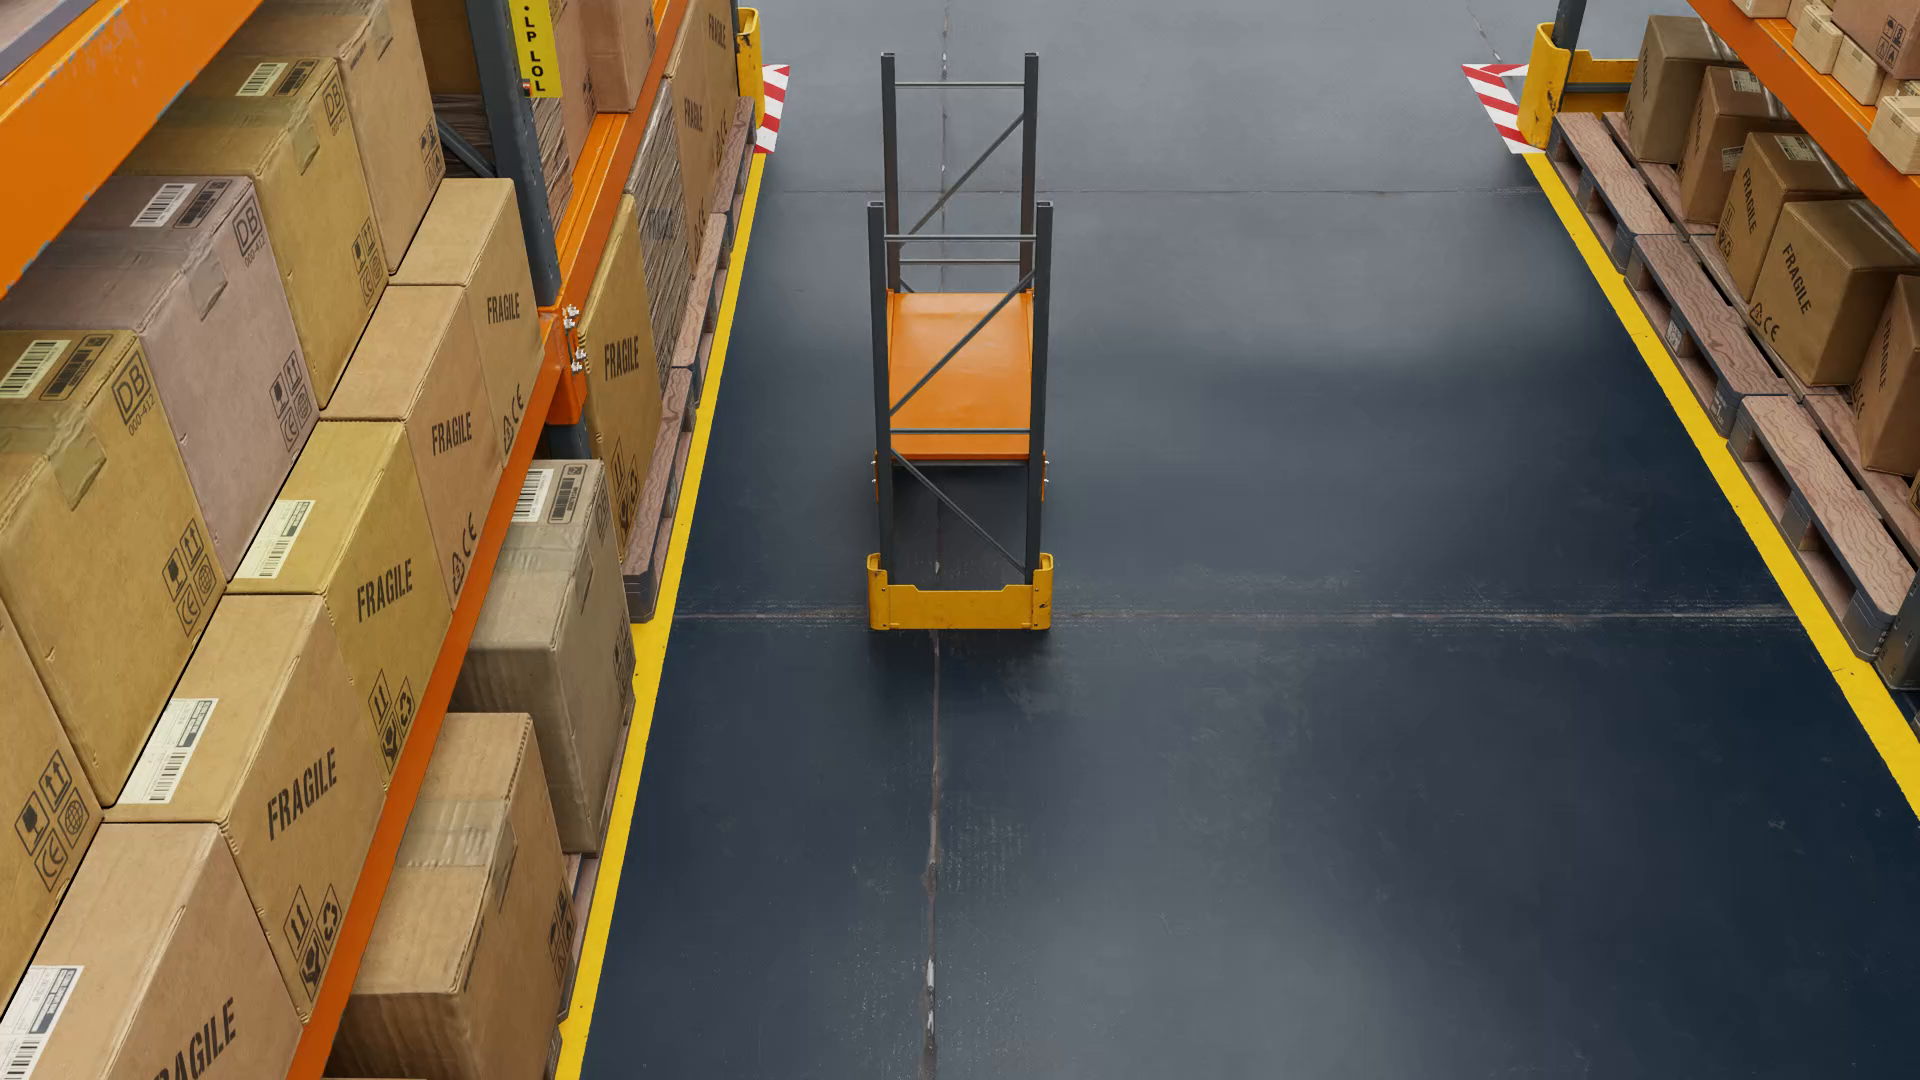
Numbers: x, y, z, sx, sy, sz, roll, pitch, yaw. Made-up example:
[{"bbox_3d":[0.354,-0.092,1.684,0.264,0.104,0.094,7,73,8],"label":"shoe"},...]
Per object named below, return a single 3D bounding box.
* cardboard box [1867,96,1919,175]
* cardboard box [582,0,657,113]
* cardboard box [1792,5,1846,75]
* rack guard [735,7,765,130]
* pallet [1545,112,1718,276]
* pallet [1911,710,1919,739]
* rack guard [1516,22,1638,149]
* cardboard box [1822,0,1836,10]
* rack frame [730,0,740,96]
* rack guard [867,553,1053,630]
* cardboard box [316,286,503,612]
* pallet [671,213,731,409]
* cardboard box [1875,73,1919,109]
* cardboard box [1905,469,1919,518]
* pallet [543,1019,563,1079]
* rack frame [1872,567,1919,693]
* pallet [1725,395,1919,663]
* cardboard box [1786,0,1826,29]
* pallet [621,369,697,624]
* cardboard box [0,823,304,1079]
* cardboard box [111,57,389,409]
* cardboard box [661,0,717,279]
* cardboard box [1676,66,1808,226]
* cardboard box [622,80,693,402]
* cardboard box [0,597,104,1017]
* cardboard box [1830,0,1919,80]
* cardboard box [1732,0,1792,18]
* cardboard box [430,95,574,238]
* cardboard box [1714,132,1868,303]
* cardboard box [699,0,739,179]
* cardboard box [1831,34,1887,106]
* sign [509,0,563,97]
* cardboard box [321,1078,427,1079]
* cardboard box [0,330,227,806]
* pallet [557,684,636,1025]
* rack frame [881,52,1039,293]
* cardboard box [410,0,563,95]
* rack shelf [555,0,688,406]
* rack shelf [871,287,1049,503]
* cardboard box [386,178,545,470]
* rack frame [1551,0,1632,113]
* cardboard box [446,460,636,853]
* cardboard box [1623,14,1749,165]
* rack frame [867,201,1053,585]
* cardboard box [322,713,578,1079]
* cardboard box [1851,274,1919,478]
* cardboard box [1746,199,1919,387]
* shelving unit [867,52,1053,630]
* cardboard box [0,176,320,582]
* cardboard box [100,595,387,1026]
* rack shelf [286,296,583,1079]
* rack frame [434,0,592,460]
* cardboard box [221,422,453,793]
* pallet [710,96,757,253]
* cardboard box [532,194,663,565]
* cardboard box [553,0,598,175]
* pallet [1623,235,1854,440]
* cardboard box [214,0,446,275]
[{"bbox_3d":[3.047,-1.242,5.102,0.380,0.149,0.250,0,39,0],"label":"cardboard box"},{"bbox_3d":[-1.495,-1.768,5.437,0.875,0.550,0.550,0,39,0],"label":"cardboard box"},{"bbox_3d":[3.103,-1.711,5.688,0.380,0.149,0.250,0,39,0],"label":"cardboard box"},{"bbox_3d":[-1.581,-2.338,8.267,1.175,0.500,0.348,0,39,0],"label":"rack guard"},{"bbox_3d":[3.345,-1.595,7.571,1.003,0.211,1.213,0,39,0],"label":"pallet"},{"bbox_3d":[3.386,0.838,4.536,1.003,0.211,1.213,0,39,0],"label":"pallet"},{"bbox_3d":[3.379,-2.215,8.115,1.175,0.500,0.348,0,39,0],"label":"rack guard"},{"bbox_3d":[3.419,-2.112,5.668,0.875,0.500,0.500,0,39,0],"label":"cardboard box"},{"bbox_3d":[-1.581,-3.298,7.467,1.000,3.000,0.127,0,39,0],"label":"rack frame"},{"bbox_3d":[0.000,0.166,5.343,0.587,0.250,0.087,0,39,0],"label":"rack guard"},{"bbox_3d":[-1.308,-0.194,3.513,0.500,0.500,0.500,0,39,-1],"label":"cardboard box"},{"bbox_3d":[-1.503,-0.949,6.765,1.003,0.211,1.213,0,39,0],"label":"pallet"},{"bbox_3d":[3.179,-1.399,5.298,0.380,0.149,0.250,0,39,0],"label":"cardboard box"},{"bbox_3d":[3.424,-0.176,5.234,0.500,0.500,0.500,-1,39,-1],"label":"cardboard box"},{"bbox_3d":[-1.496,1.539,3.661,1.003,0.211,1.213,0,39,0],"label":"pallet"},{"bbox_3d":[3.384,-0.737,4.271,1.000,3.000,0.127,0,39,0],"label":"rack frame"},{"bbox_3d":[3.348,-0.069,5.667,1.003,0.211,1.213,0,39,0],"label":"pallet"},{"bbox_3d":[3.179,-1.868,5.883,0.380,0.149,0.250,0,39,0],"label":"cardboard box"},{"bbox_3d":[-1.499,-0.184,5.811,1.003,0.211,1.213,0,39,0],"label":"pallet"},{"bbox_3d":[-1.306,0.751,2.334,0.500,0.500,0.500,0,39,0],"label":"cardboard box"},{"bbox_3d":[-1.567,-0.594,3.213,0.700,0.500,0.500,-1,39,-1],"label":"cardboard box"},{"bbox_3d":[-1.511,-1.659,6.784,0.875,0.875,0.875,-1,39,-1],"label":"cardboard box"},{"bbox_3d":[3.398,-1.663,7.089,0.500,0.500,0.500,10,40,12],"label":"cardboard box"},{"bbox_3d":[-1.512,-1.088,6.073,0.875,0.875,0.875,0,39,0],"label":"cardboard box"},{"bbox_3d":[-1.567,0.358,2.025,0.700,0.500,0.500,-1,39,-1],"label":"cardboard box"},{"bbox_3d":[3.379,-1.799,5.278,0.875,0.500,0.500,0,39,0],"label":"cardboard box"},{"bbox_3d":[3.046,-2.024,6.078,0.380,0.149,0.250,0,39,0],"label":"cardboard box"},{"bbox_3d":[-1.588,-1.086,4.586,0.875,0.550,0.550,0,39,0],"label":"cardboard box"},{"bbox_3d":[3.380,-1.271,6.601,0.500,0.500,0.500,3,39,4],"label":"cardboard box"},{"bbox_3d":[-1.514,-2.209,7.471,0.875,0.875,0.875,0,39,0],"label":"cardboard box"},{"bbox_3d":[3.138,-1.555,5.493,0.380,0.149,0.250,0,39,0],"label":"cardboard box"},{"bbox_3d":[-1.033,-1.224,4.016,0.100,0.325,0.005,0,39,0],"label":"sign"},{"bbox_3d":[-1.487,1.491,2.954,1.050,0.750,0.750,1,39,1],"label":"cardboard box"},{"bbox_3d":[-1.568,0.038,2.424,0.700,0.500,0.500,0,39,0],"label":"cardboard box"},{"bbox_3d":[-1.500,0.774,4.615,1.003,0.211,1.213,0,39,0],"label":"pallet"},{"bbox_3d":[-0.001,-0.957,5.744,0.500,1.500,0.032,0,39,0],"label":"rack frame"},{"bbox_3d":[-1.542,-1.507,4.249,0.875,0.550,0.550,0,39,0],"label":"cardboard box"},{"bbox_3d":[-1.578,-1.767,6.131,1.077,0.370,4.000,0,39,0],"label":"rack shelf"},{"bbox_3d":[0.000,-0.498,5.460,0.538,0.185,1.000,0,39,0],"label":"rack shelf"},{"bbox_3d":[-1.308,-0.510,3.907,0.500,0.500,0.500,0,39,0],"label":"cardboard box"},{"bbox_3d":[3.379,-3.238,7.392,1.000,3.000,0.127,0,39,0],"label":"rack frame"},{"bbox_3d":[-1.485,0.305,4.433,1.050,0.750,0.750,0,39,0],"label":"cardboard box"},{"bbox_3d":[3.363,-2.036,7.555,0.500,0.500,0.500,7,39,8],"label":"cardboard box"},{"bbox_3d":[0.000,-0.321,4.951,0.500,1.500,0.032,0,39,0],"label":"rack frame"},{"bbox_3d":[-1.488,0.909,3.681,1.050,0.750,0.750,0,39,0],"label":"cardboard box"},{"bbox_3d":[3.415,-0.534,5.681,0.500,0.500,0.500,12,40,14],"label":"cardboard box"},{"bbox_3d":[3.336,-0.922,6.165,0.500,0.500,0.500,-3,39,-4],"label":"cardboard box"},{"bbox_3d":[0.000,-0.633,5.340,0.587,1.500,1.083,0,39,0],"label":"shelving unit"},{"bbox_3d":[-1.567,-0.278,2.818,0.700,0.500,0.500,0,39,0],"label":"cardboard box"},{"bbox_3d":[-1.304,0.440,2.722,0.500,0.500,0.500,0,39,-1],"label":"cardboard box"},{"bbox_3d":[-1.574,0.735,3.010,1.077,0.370,4.000,0,39,0],"label":"rack shelf"},{"bbox_3d":[-1.576,-0.797,4.345,1.000,3.000,0.127,0,39,0],"label":"rack frame"},{"bbox_3d":[-1.307,0.122,3.119,0.500,0.500,0.500,0,39,0],"label":"cardboard box"},{"bbox_3d":[-1.502,-1.710,7.715,1.003,0.211,1.213,0,39,0],"label":"pallet"},{"bbox_3d":[-1.507,-0.525,5.369,0.875,0.875,0.875,1,39,1],"label":"cardboard box"},{"bbox_3d":[-1.612,-1.430,5.016,0.875,0.550,0.550,0,39,0],"label":"cardboard box"},{"bbox_3d":[3.344,-0.834,6.622,1.003,0.211,1.213,0,39,0],"label":"pallet"},{"bbox_3d":[-1.570,-0.915,3.614,0.700,0.500,0.500,-1,39,-1],"label":"cardboard box"}]
